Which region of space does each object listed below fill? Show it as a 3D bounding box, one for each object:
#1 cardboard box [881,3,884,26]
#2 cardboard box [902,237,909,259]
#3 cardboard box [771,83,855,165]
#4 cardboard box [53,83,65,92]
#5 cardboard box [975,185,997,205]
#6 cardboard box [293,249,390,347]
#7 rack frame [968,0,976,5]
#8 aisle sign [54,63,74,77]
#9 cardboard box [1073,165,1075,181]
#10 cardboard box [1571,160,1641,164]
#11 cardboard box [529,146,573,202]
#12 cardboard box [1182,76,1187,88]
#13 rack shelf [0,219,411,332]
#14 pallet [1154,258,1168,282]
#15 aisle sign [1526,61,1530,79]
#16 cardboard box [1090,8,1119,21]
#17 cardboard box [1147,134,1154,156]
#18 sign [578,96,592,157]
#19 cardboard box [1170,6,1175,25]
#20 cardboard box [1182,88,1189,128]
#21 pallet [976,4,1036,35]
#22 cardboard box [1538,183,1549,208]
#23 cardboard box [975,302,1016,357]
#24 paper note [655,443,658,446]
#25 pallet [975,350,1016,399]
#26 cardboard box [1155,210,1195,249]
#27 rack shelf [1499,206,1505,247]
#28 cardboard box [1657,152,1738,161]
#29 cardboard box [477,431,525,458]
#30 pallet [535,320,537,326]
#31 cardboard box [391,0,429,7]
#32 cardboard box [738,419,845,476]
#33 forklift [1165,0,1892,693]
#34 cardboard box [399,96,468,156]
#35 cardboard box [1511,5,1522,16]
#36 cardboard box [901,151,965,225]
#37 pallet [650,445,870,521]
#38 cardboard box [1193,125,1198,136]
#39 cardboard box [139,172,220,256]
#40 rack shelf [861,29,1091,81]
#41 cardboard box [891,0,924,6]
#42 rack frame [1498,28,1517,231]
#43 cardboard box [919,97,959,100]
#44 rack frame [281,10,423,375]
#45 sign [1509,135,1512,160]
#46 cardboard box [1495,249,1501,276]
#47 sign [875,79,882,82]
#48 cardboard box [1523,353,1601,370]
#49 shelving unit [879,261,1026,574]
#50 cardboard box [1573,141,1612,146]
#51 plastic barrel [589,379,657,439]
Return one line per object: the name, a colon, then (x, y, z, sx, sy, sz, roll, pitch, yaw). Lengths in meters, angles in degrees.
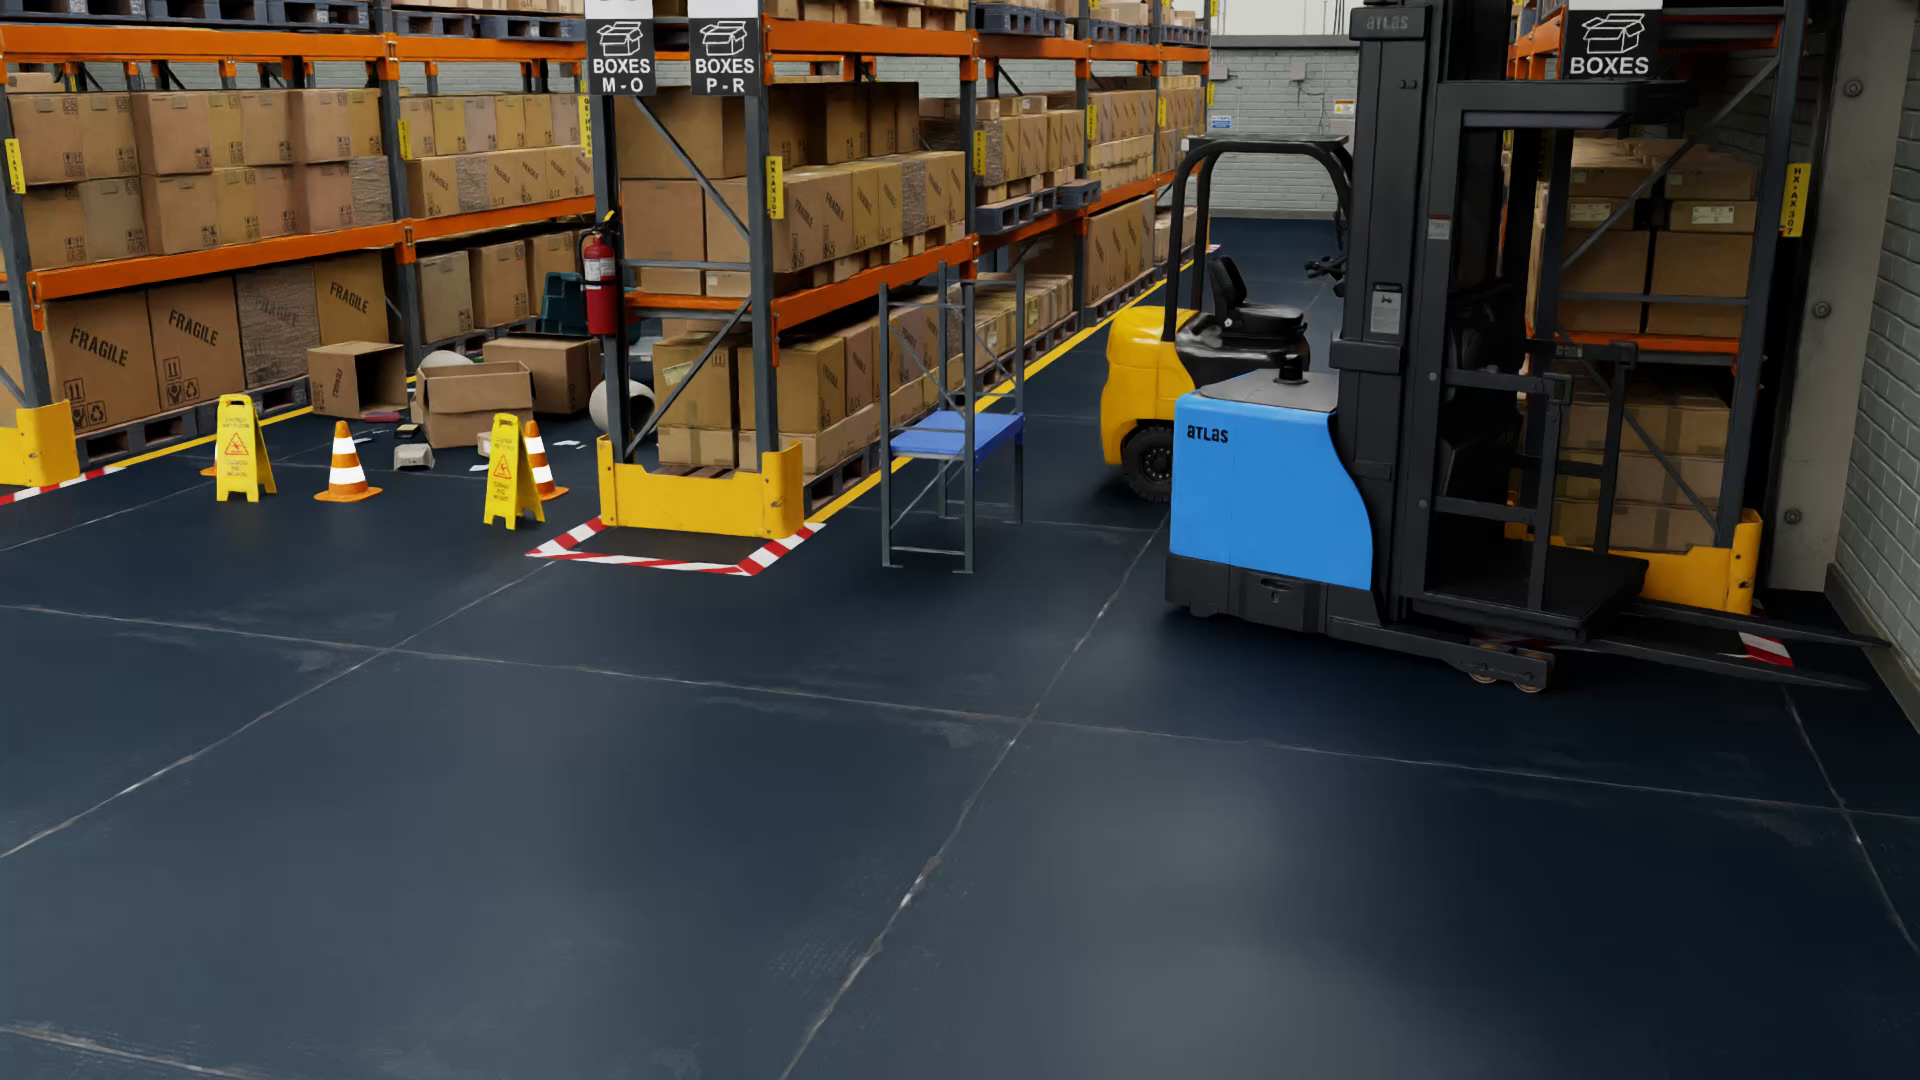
cardboard box: (-0.706, -3.378, 10.706, 0.380, 0.149, 0.250, 4, 16, 15)
cardboard box: (-0.564, -2.000, 11.344, 0.380, 0.149, 0.250, 4, 16, 15)
cardboard box: (-1.107, -2.728, 10.891, 0.700, 0.500, 0.500, 5, 16, 16)
cardboard box: (-15.829, -7.628, 28.709, 0.500, 0.500, 0.500, 4, 16, 15)
cardboard box: (0.082, -2.760, 13.256, 0.380, 0.149, 0.250, 5, 17, 17)
cardboard box: (-5.399, -1.937, 13.787, 0.875, 0.875, 0.875, 5, 17, 17)
rack frame: (-0.378, -5.445, 12.036, 1.000, 3.000, 0.127, 5, 16, 16)
aisle sign: (-15.653, -8.481, 28.969, 0.394, 0.787, 0.004, 5, 16, 16)
cardboard box: (0.884, -3.507, 15.888, 0.380, 0.149, 0.250, 5, 17, 17)
cardboard box: (3.185, -1.809, 8.293, 0.380, 0.149, 0.250, 5, 16, 16)
cardboard box: (-4.172, -3.611, 16.381, 0.500, 0.500, 0.500, 4, 16, 15)
cardboard box: (2.812, -6.092, 22.107, 0.380, 0.149, 0.250, 5, 17, 17)
rack shelf: (-5.721, -2.047, 12.369, 1.077, 0.370, 4.000, 5, 16, 16)
pallet: (2.186, -3.504, 21.295, 1.003, 0.211, 1.213, 5, 16, 16)
aisle sign: (7.530, -6.606, 22.359, 0.394, 0.787, 0.004, 5, 16, 16)
cardboard box: (1.502, -5.679, 18.014, 0.380, 0.166, 0.250, 6, 17, 21)
cardboard box: (2.003, -4.686, 19.713, 0.500, 0.250, 0.500, 5, 16, 16)
sign: (-2.041, -2.270, 9.135, 0.100, 0.325, 0.005, 5, 16, 16)
cardboard box: (2.559, -6.961, 22.089, 0.500, 0.311, 0.500, 5, 17, 17)
cardboard box: (2.714, -5.684, 21.855, 0.500, 0.500, 0.500, 5, 16, 15)
pallet: (-0.101, -4.065, 13.012, 1.213, 0.211, 1.003, 5, 16, 16)
cardboard box: (3.364, -1.871, 9.057, 0.380, 0.149, 0.250, 4, 16, 14)
cardboard box: (-0.031, -1.823, 14.305, 0.950, 0.372, 0.625, 6, 17, 19)
paper note: (-2.060, -0.672, 11.643, 0.142, 0.019, 0.148, -1, 16, -3)
pallet: (-0.158, -1.421, 13.954, 1.003, 0.211, 1.213, 5, 16, 16)
cardboard box: (2.688, -4.248, 22.733, 0.875, 0.438, 0.875, 5, 17, 17)
rack shelf: (4.950, -2.352, 13.444, 1.077, 0.370, 4.000, 5, 16, 16)
cardboard box: (4.018, -2.035, 9.089, 0.380, 0.149, 0.250, 4, 16, 15)
cardboard box: (-3.079, -0.641, 11.315, 0.250, 0.149, 0.380, -15, 21, -41)
pallet: (-4.312, -2.421, 17.479, 1.003, 0.211, 1.213, 5, 16, 16)
cardboard box: (-4.742, -4.684, 14.142, 0.258, 0.266, 0.396, 4, 16, 15)
cardboard box: (-1.021, -0.582, 10.152, 0.500, 0.250, 0.500, 4, 16, 15)
forklift: (2.489, -0.927, 7.226, 3.031, 2.935, 1.130, 11, 19, 34)
cardboard box: (-4.873, -3.711, 14.900, 0.700, 0.500, 0.500, 4, 16, 15)
cardboard box: (5.777, -5.389, 16.843, 0.380, 0.149, 0.250, 5, 17, 17)
cardboard box: (-0.266, -2.615, 12.323, 0.500, 0.500, 0.500, 4, 16, 14)
pallet: (-1.229, -0.401, 10.356, 1.003, 0.211, 1.213, 5, 16, 16)
cardboard box: (2.992, -5.470, 22.934, 0.500, 0.500, 0.500, 4, 16, 15)
cardboard box: (-5.813, -2.325, 11.755, 0.875, 0.550, 0.550, 5, 16, 16)
rack shelf: (0.190, -4.179, 14.389, 1.077, 0.370, 4.000, 5, 16, 16)
cardboard box: (-0.547, -3.672, 11.012, 0.500, 0.250, 0.500, 4, 16, 15)
rack frame: (6.655, -4.268, 18.881, 1.000, 3.000, 0.127, 5, 16, 16)
cardboard box: (-0.225, -3.658, 14.041, 0.380, 0.149, 0.250, 4, 16, 13)
rack frame: (-5.153, -2.917, 14.115, 1.000, 3.000, 0.127, 5, 16, 16)
sign: (3.859, -2.734, 11.494, 0.100, 0.325, 0.005, 5, 16, 16)
cardboard box: (5.861, -2.753, 17.350, 0.500, 0.500, 0.500, 4, 16, 14)
sign: (-1.216, -6.717, 24.812, 0.100, 0.325, 0.005, 5, 16, 16)
cardboard box: (3.350, -0.900, 9.444, 0.500, 0.250, 0.500, 5, 17, 17)
shelving unit: (-0.024, -0.699, 9.046, 0.538, 1.500, 1.048, 5, 16, 16)
cardboard box: (3.955, -2.475, 10.642, 0.380, 0.149, 0.250, 4, 16, 15)
plastic barrel: (-2.380, -0.931, 11.836, 0.421, 0.421, 0.512, -10, 19, -32)
